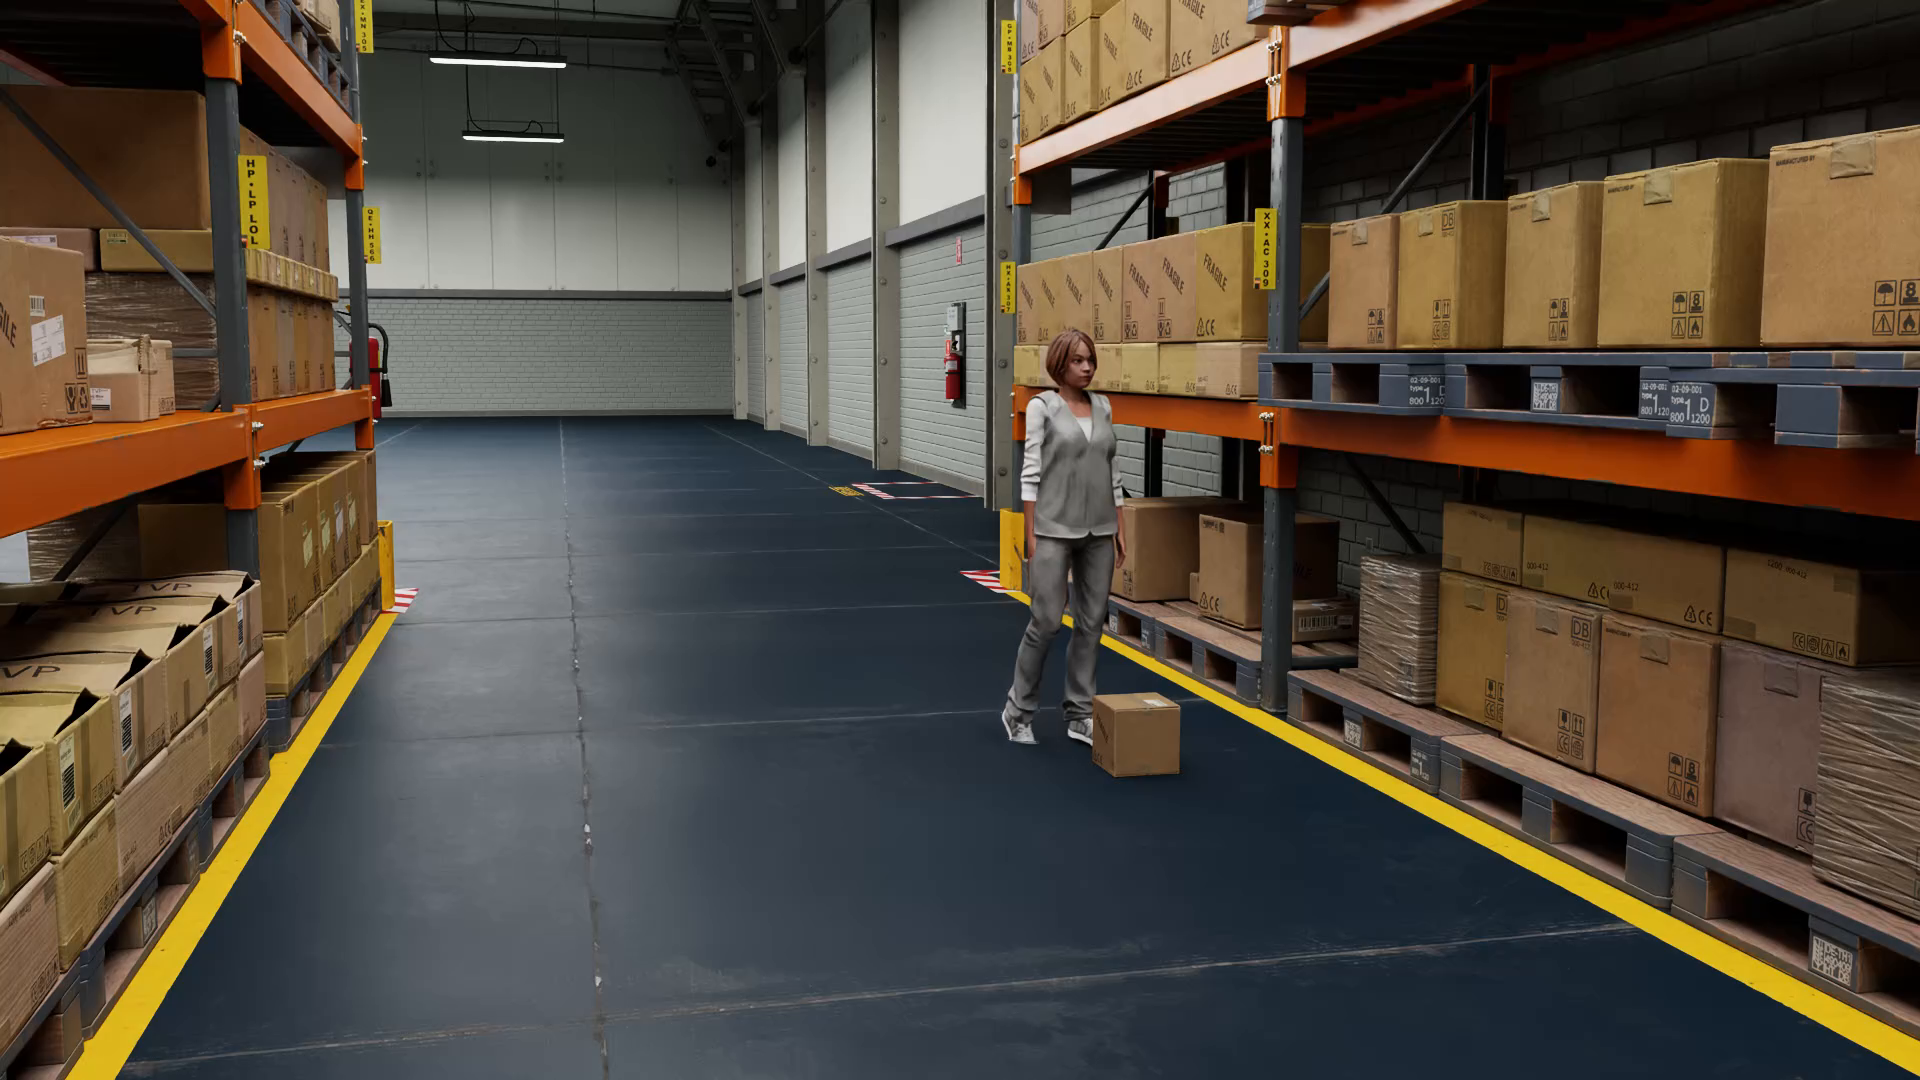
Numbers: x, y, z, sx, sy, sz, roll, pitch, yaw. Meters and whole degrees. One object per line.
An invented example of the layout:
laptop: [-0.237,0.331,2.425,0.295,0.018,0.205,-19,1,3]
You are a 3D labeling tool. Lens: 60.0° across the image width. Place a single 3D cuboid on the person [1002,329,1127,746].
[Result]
person: [0.433,0.021,6.424,0.437,1.658,0.419,-3,7,-25]
